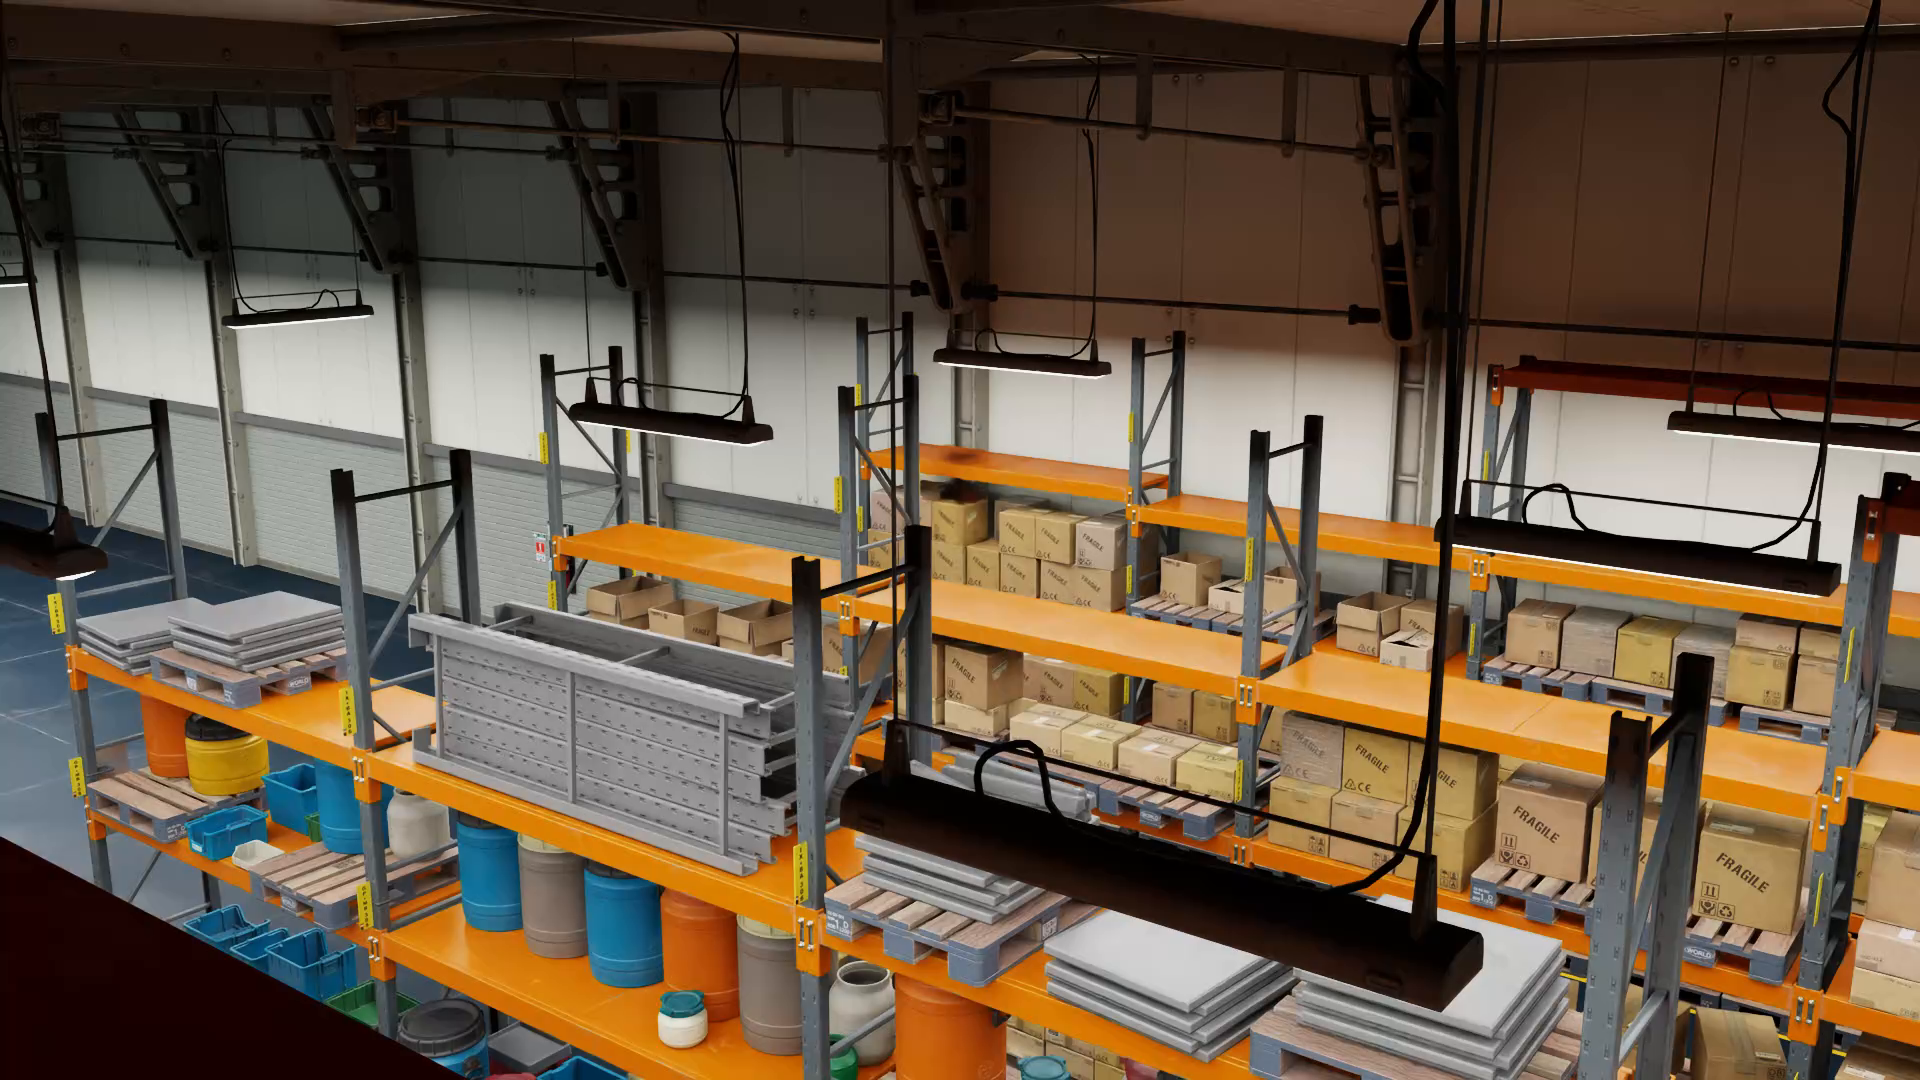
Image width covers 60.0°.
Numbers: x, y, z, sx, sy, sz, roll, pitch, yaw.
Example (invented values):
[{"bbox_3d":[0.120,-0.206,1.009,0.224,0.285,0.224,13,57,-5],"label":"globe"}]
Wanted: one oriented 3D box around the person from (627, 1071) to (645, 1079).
[{"bbox_3d":[-2.401,4.201,13.241,0.642,1.710,1.122,-2,13,-10],"label":"person"}]
